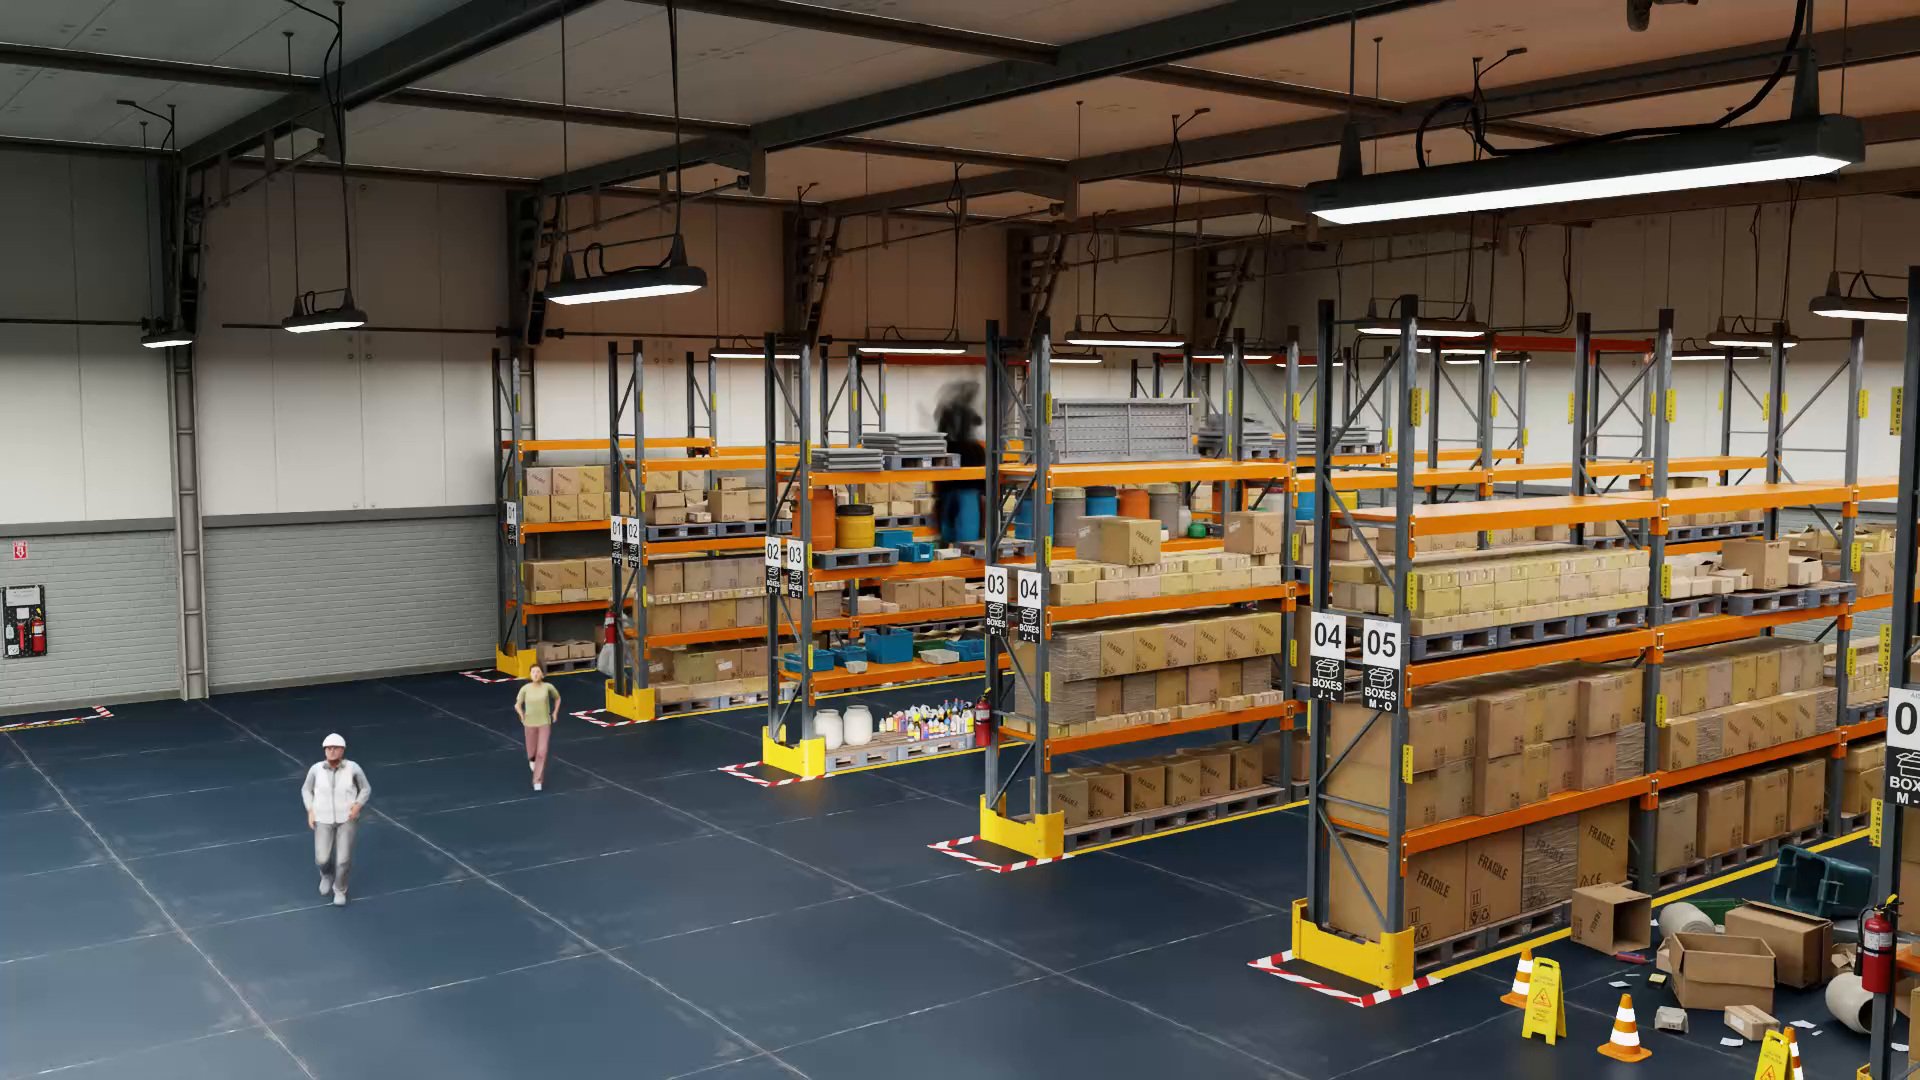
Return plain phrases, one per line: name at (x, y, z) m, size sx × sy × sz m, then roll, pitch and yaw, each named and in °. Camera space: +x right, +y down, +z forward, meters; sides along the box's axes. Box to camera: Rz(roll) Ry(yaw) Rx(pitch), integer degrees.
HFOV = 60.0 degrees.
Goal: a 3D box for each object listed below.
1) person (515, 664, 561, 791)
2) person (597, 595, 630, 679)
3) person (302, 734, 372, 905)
person at (-5.547, 2.437, 21.901) m, size 0.593 × 1.631 × 0.806 m, roll -1°, pitch 5°, yaw -14°
person at (-5.884, 1.808, 28.322) m, size 0.667 × 1.749 × 0.577 m, roll 4°, pitch 7°, yaw 41°
person at (-6.311, 2.824, 16.850) m, size 0.675 × 1.741 × 0.575 m, roll -1°, pitch 5°, yaw -16°
